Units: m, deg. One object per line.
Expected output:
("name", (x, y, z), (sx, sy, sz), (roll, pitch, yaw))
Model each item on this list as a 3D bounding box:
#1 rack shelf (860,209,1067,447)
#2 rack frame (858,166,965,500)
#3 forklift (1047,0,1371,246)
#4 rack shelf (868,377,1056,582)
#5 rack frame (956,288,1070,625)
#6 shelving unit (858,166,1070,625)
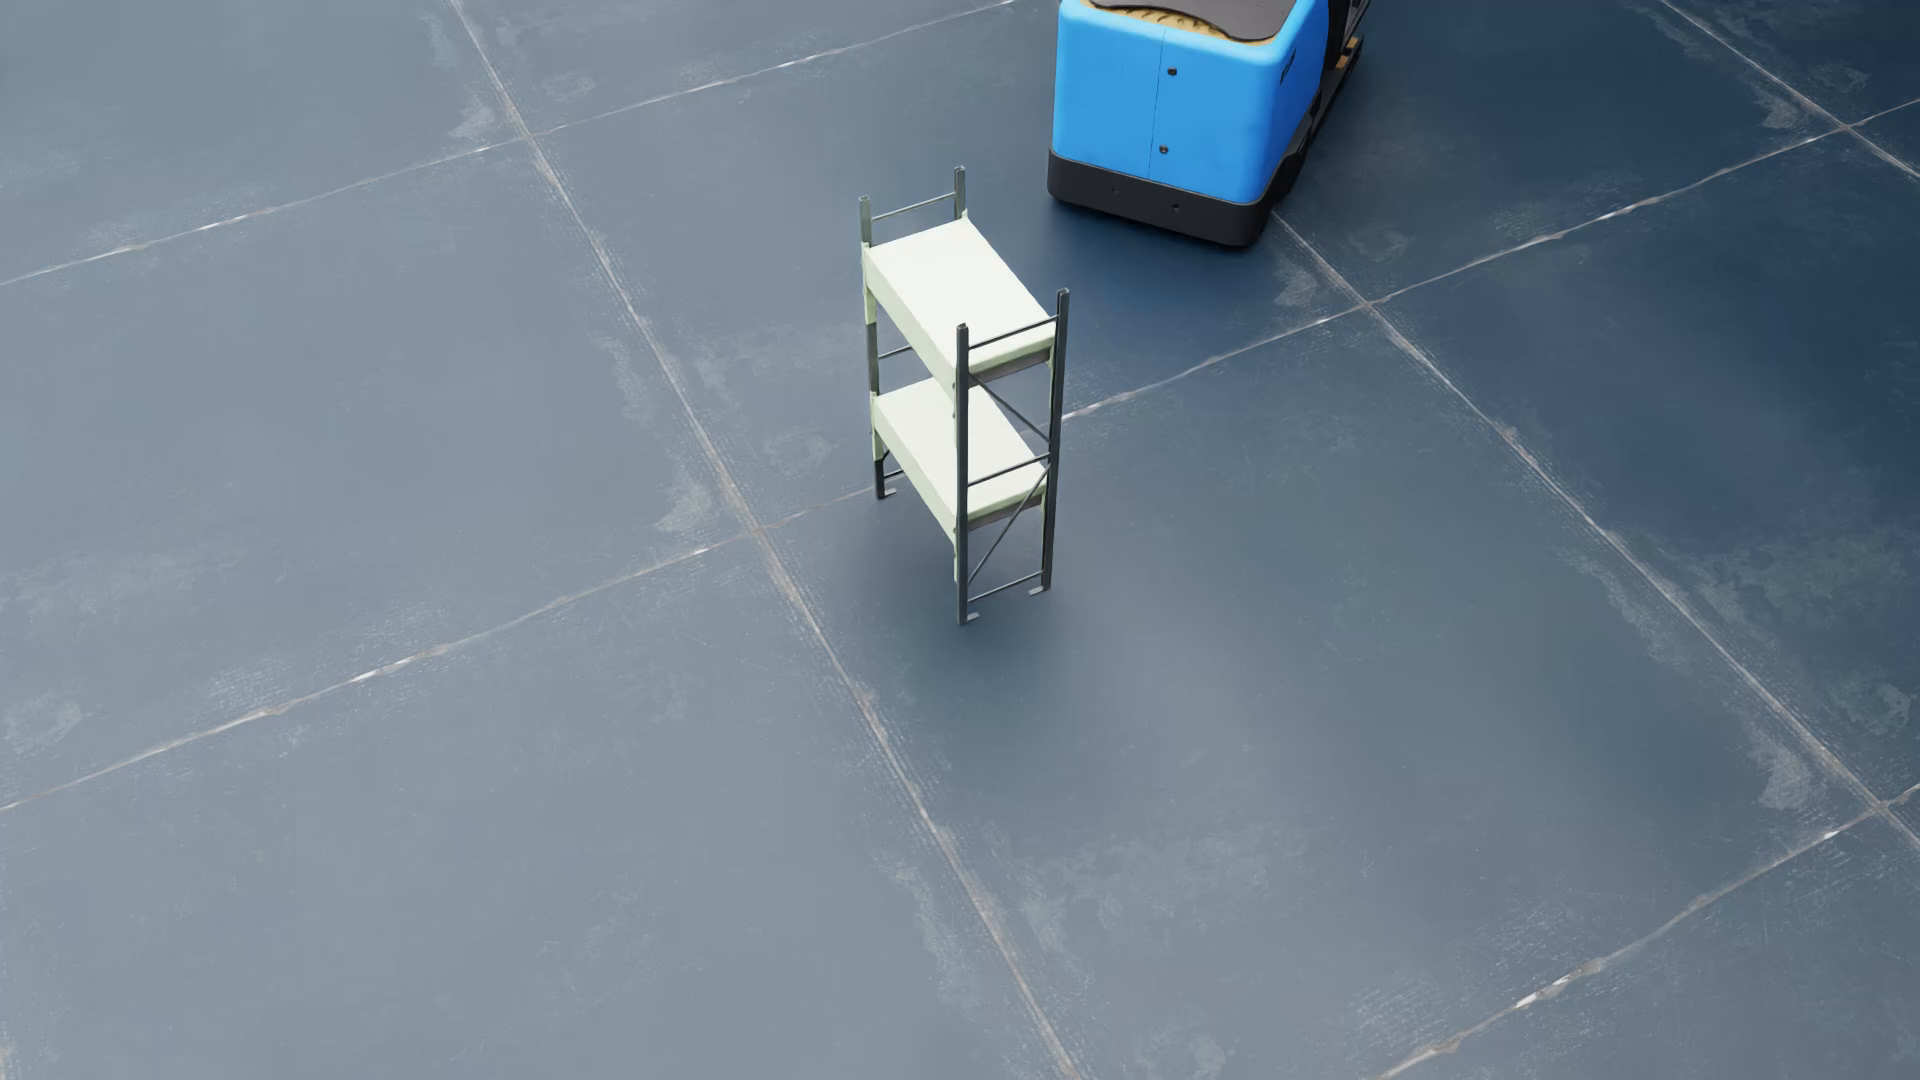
("rack shelf", (0.003, -0.746, 5.780), (0.431, 0.370, 0.720), (-21, 52, -18))
("rack frame", (-0.164, -0.734, 6.288), (0.400, 1.500, 0.023), (-21, 52, -18))
("forklift", (1.485, -3.459, 7.720), (1.130, 2.935, 3.031), (19, 51, 16))
("rack shelf", (0.003, -0.275, 6.320), (0.431, 0.370, 0.720), (-21, 52, -18))
("rack frame", (0.171, -0.244, 5.860), (0.400, 1.500, 0.023), (-21, 52, -18))
("shelving unit", (0.003, -0.489, 6.074), (0.431, 1.500, 0.755), (-21, 52, -18))
